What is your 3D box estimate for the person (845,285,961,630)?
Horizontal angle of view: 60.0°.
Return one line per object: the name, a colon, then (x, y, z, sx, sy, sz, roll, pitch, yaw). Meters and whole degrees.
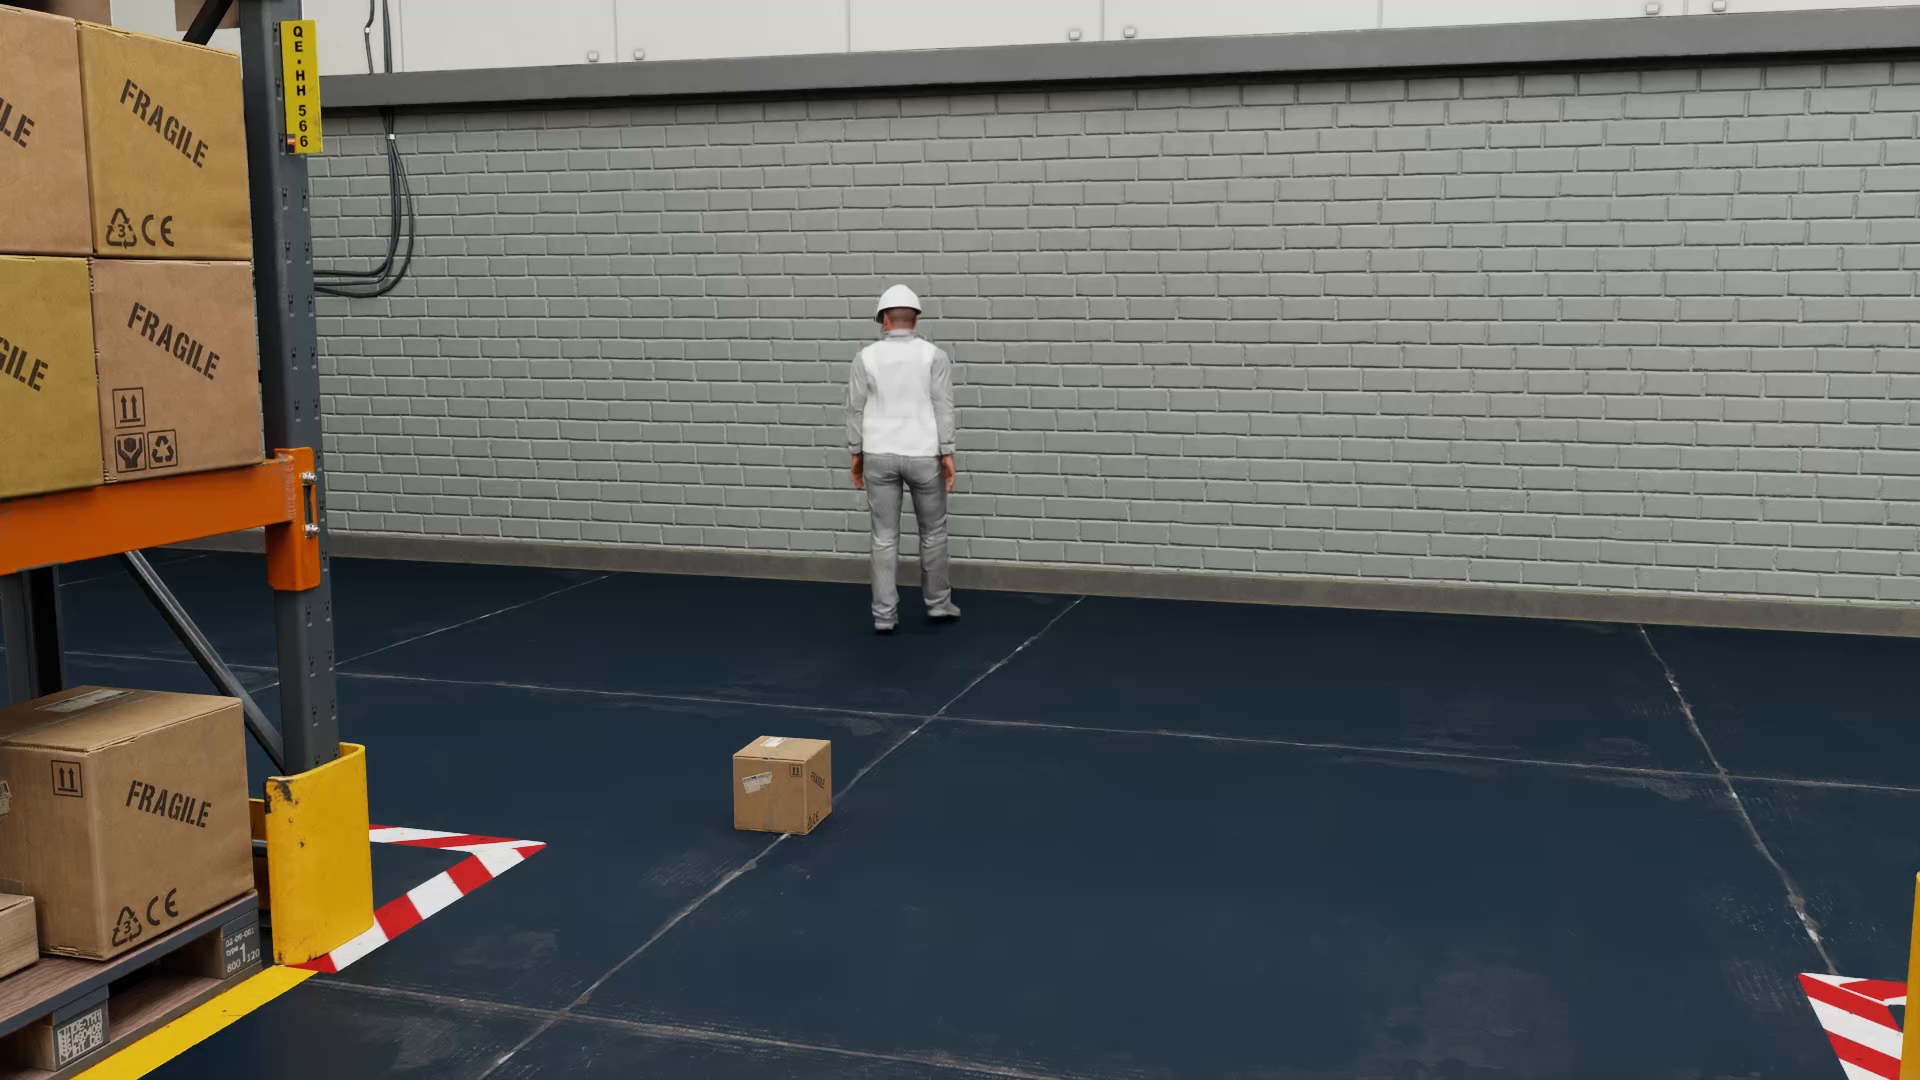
person: (-0.290, -0.433, 8.652, 0.571, 1.771, 0.642, 1, 8, 5)
